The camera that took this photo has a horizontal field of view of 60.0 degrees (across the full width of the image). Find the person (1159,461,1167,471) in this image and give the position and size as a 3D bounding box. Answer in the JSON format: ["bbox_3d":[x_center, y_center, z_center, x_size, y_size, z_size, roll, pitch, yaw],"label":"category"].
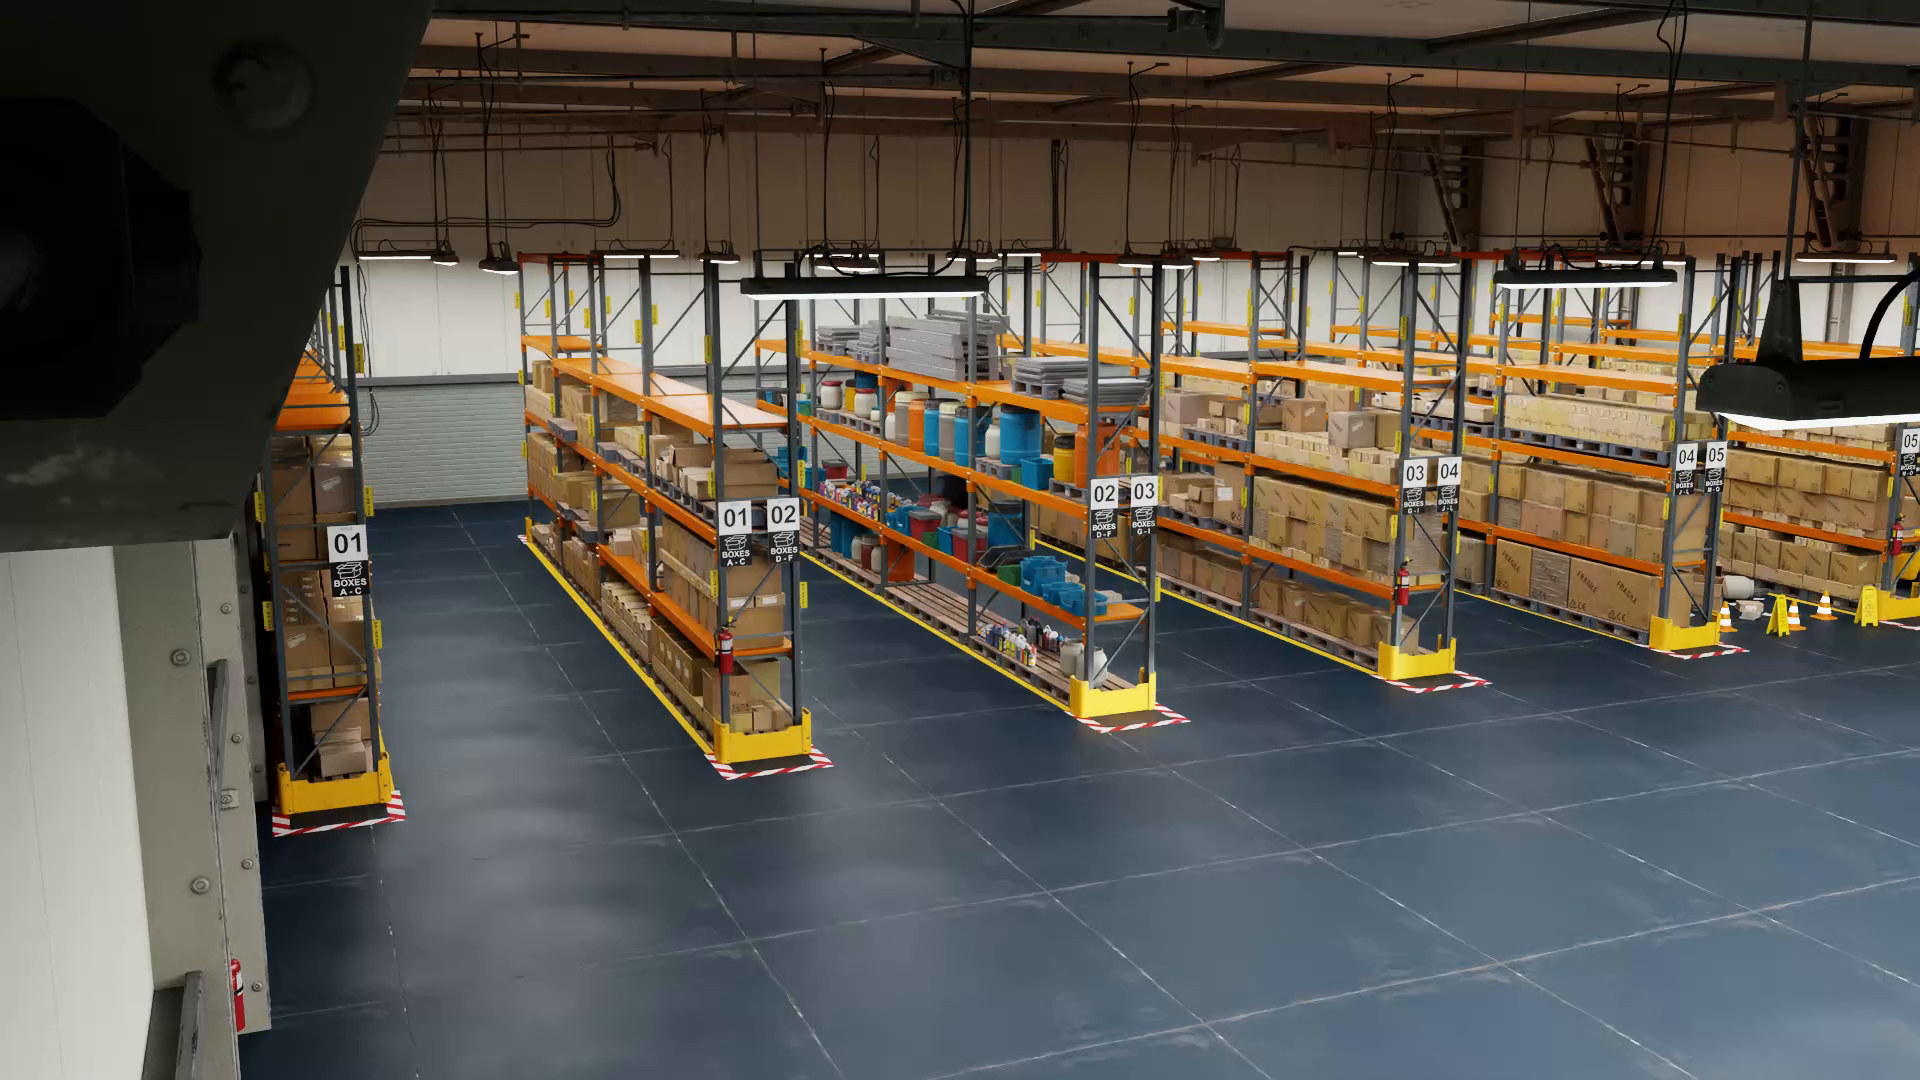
[{"bbox_3d":[4.234,-0.834,34.889,0.551,1.663,0.626,-6,12,-30],"label":"person"}]

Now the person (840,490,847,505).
[{"bbox_3d":[0.768,-0.630,33.951,7.345,1.624,2.622,-4,11,-20],"label":"person"}]

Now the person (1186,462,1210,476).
[{"bbox_3d":[5.872,-2.078,41.526,0.928,1.733,0.716,7,13,34],"label":"person"}]
